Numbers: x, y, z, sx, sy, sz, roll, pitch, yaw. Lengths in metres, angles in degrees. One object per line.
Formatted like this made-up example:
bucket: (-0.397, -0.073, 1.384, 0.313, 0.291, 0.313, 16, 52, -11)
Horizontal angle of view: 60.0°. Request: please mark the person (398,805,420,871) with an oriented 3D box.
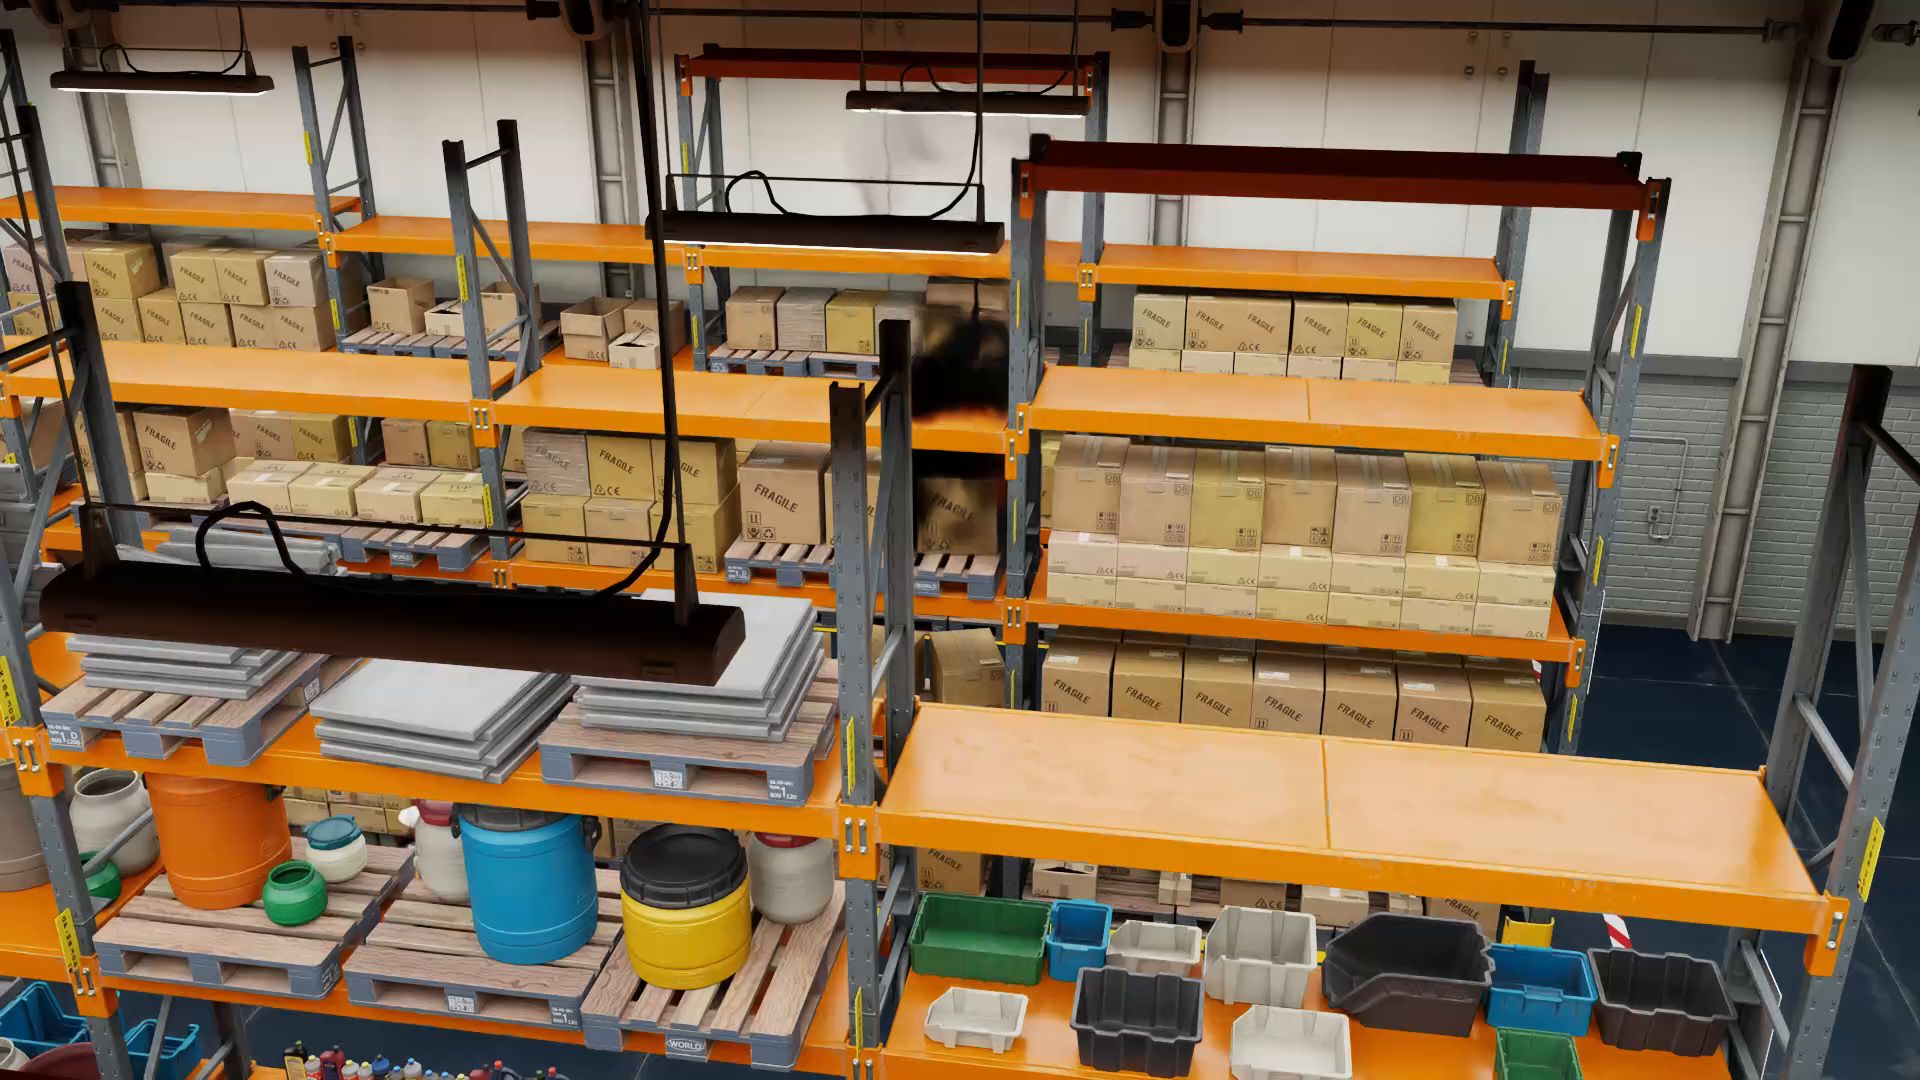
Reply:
person: (-3.663, 2.640, 11.937, 0.884, 1.765, 0.684, -1, 23, -2)
